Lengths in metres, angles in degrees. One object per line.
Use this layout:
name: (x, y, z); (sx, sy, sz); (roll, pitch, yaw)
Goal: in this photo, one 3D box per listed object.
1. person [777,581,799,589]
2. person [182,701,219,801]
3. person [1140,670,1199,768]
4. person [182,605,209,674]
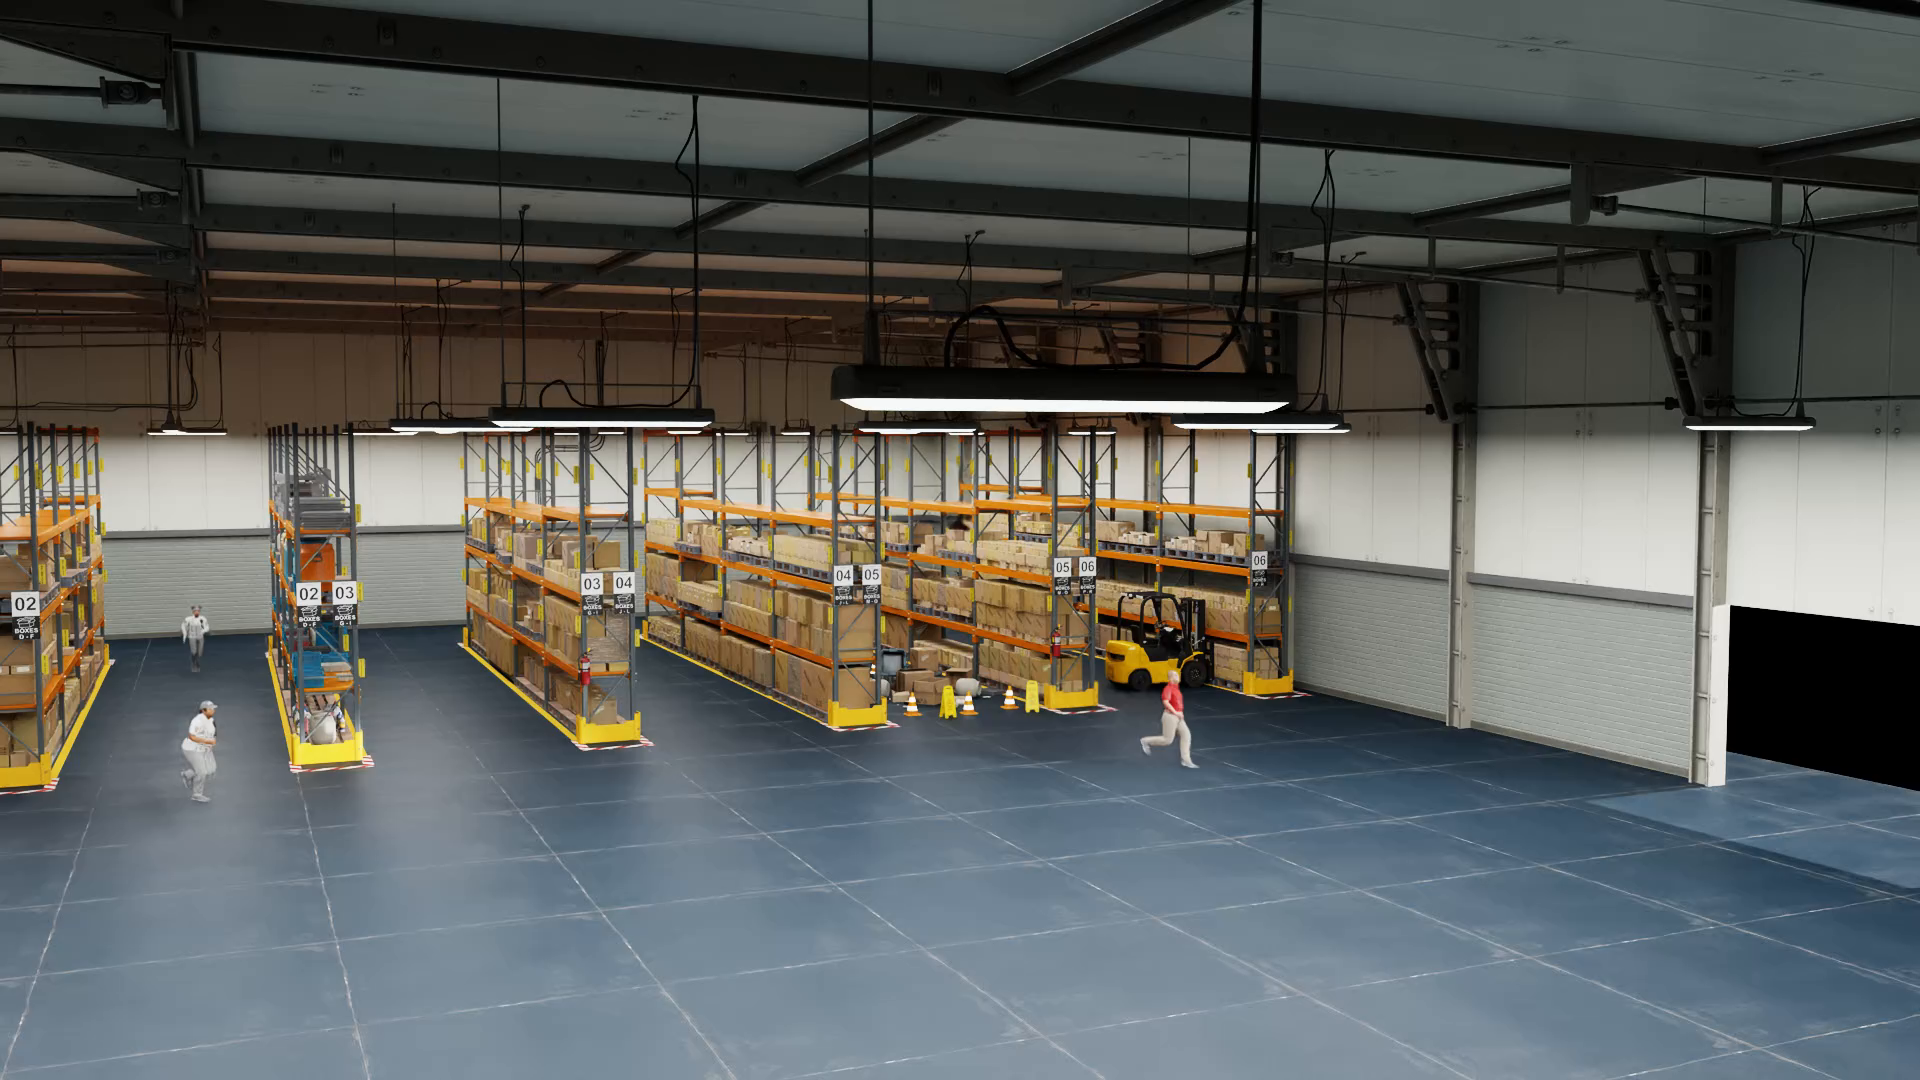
person: (-5.235, 1.731, 50.609); (0.801, 1.845, 0.632); (-1, 4, -23)
person: (-11.999, 3.331, 26.258); (0.672, 1.603, 0.586); (1, 4, 10)
person: (3.673, 3.126, 29.032); (1.024, 1.718, 0.642); (2, 4, 26)
person: (-18.551, 2.414, 40.399); (0.579, 1.679, 0.737); (-2, 4, -33)
